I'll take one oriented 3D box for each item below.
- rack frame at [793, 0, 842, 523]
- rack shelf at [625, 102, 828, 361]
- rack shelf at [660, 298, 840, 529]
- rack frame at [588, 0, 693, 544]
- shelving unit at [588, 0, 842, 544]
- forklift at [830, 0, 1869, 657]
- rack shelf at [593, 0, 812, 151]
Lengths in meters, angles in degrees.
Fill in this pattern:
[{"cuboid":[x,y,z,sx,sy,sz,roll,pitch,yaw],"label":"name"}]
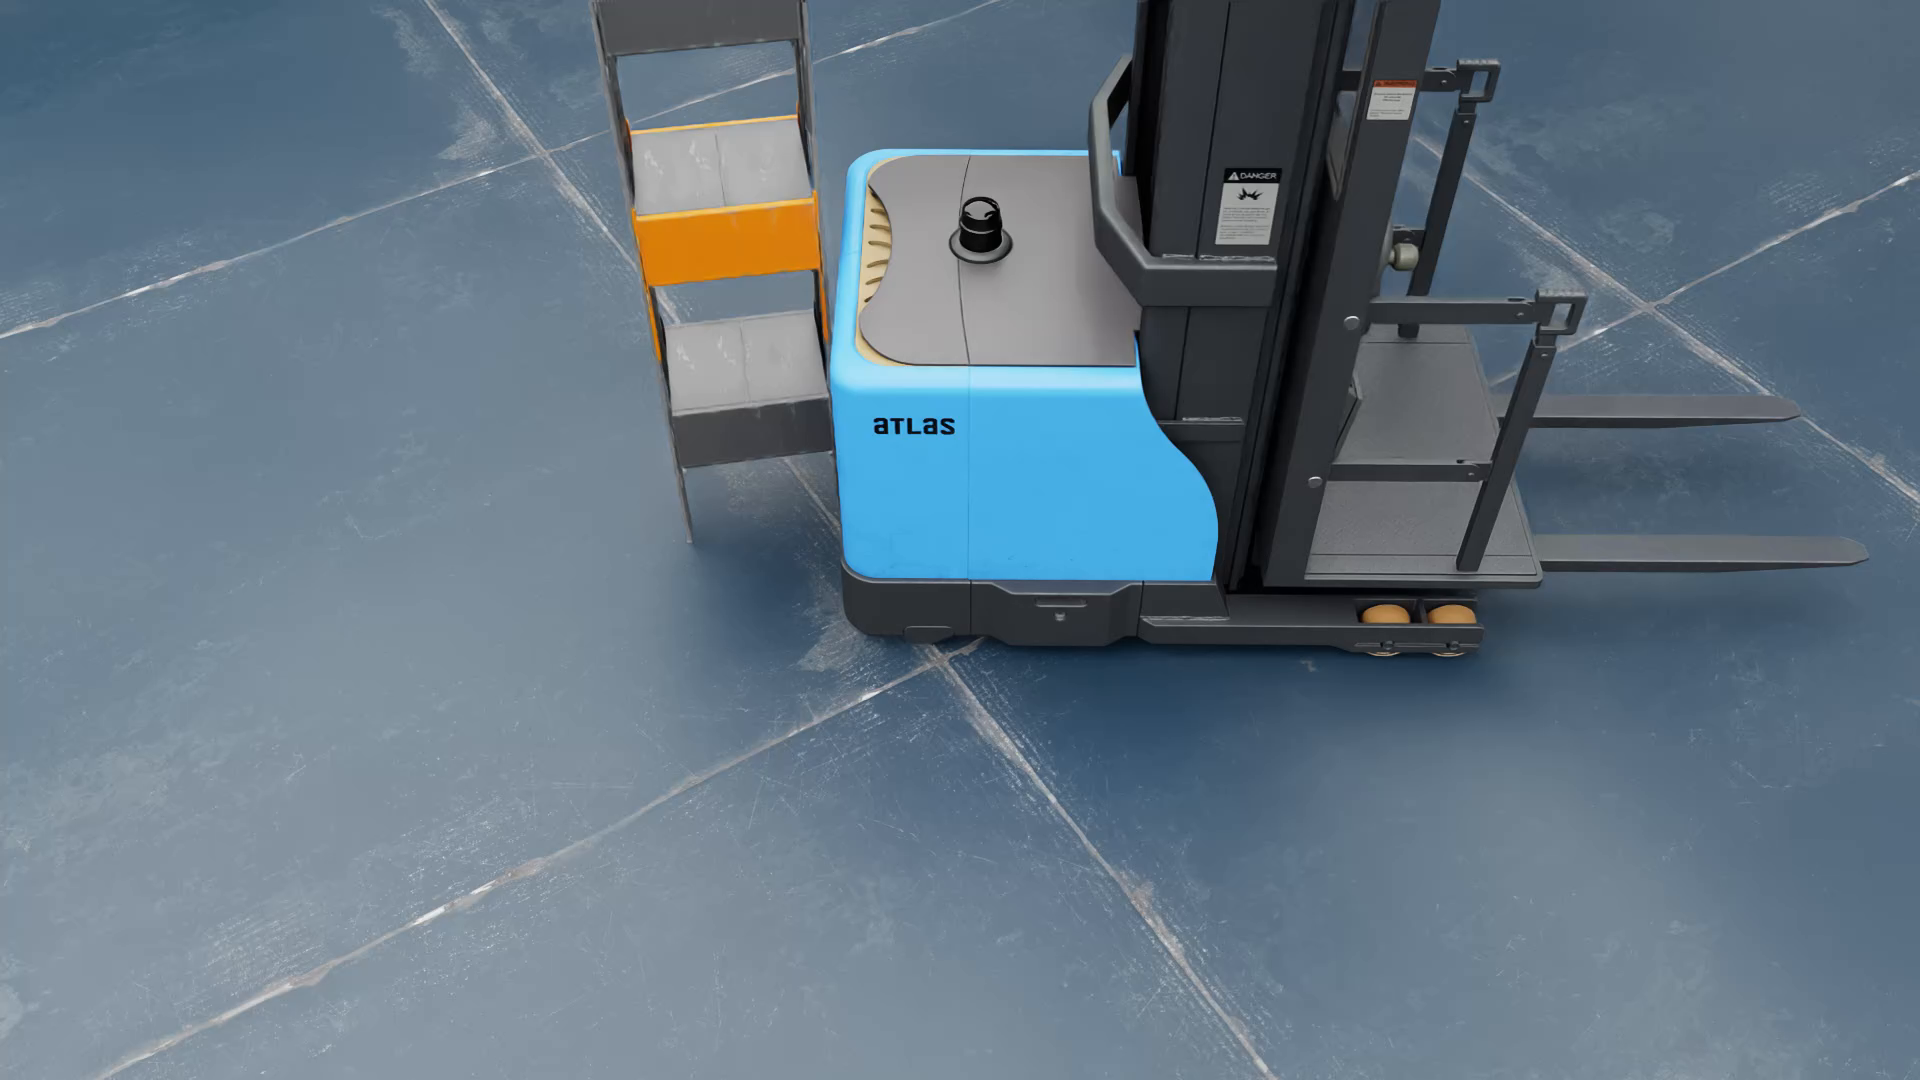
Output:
[{"cuboid":[-0.404,-0.896,4.642,0.015,2.100,0.400,-7,49,-7],"label":"rack frame"},{"cuboid":[-0.644,-0.855,4.624,0.480,0.518,0.431,-7,49,-7],"label":"rack shelf"},{"cuboid":[-0.644,-0.389,5.146,0.480,0.518,0.431,-7,49,-7],"label":"rack shelf"},{"cuboid":[-0.884,-0.833,4.585,0.015,2.100,0.400,-7,49,-7],"label":"rack frame"},{"cuboid":[-0.644,-0.864,4.613,0.503,2.100,0.431,-7,49,-7],"label":"shelving unit"},{"cuboid":[1.172,-1.030,4.205,3.031,2.935,1.130,0,48,0],"label":"forklift"},{"cuboid":[-0.644,-1.321,4.101,0.480,0.518,0.431,-7,49,-7],"label":"rack shelf"}]
